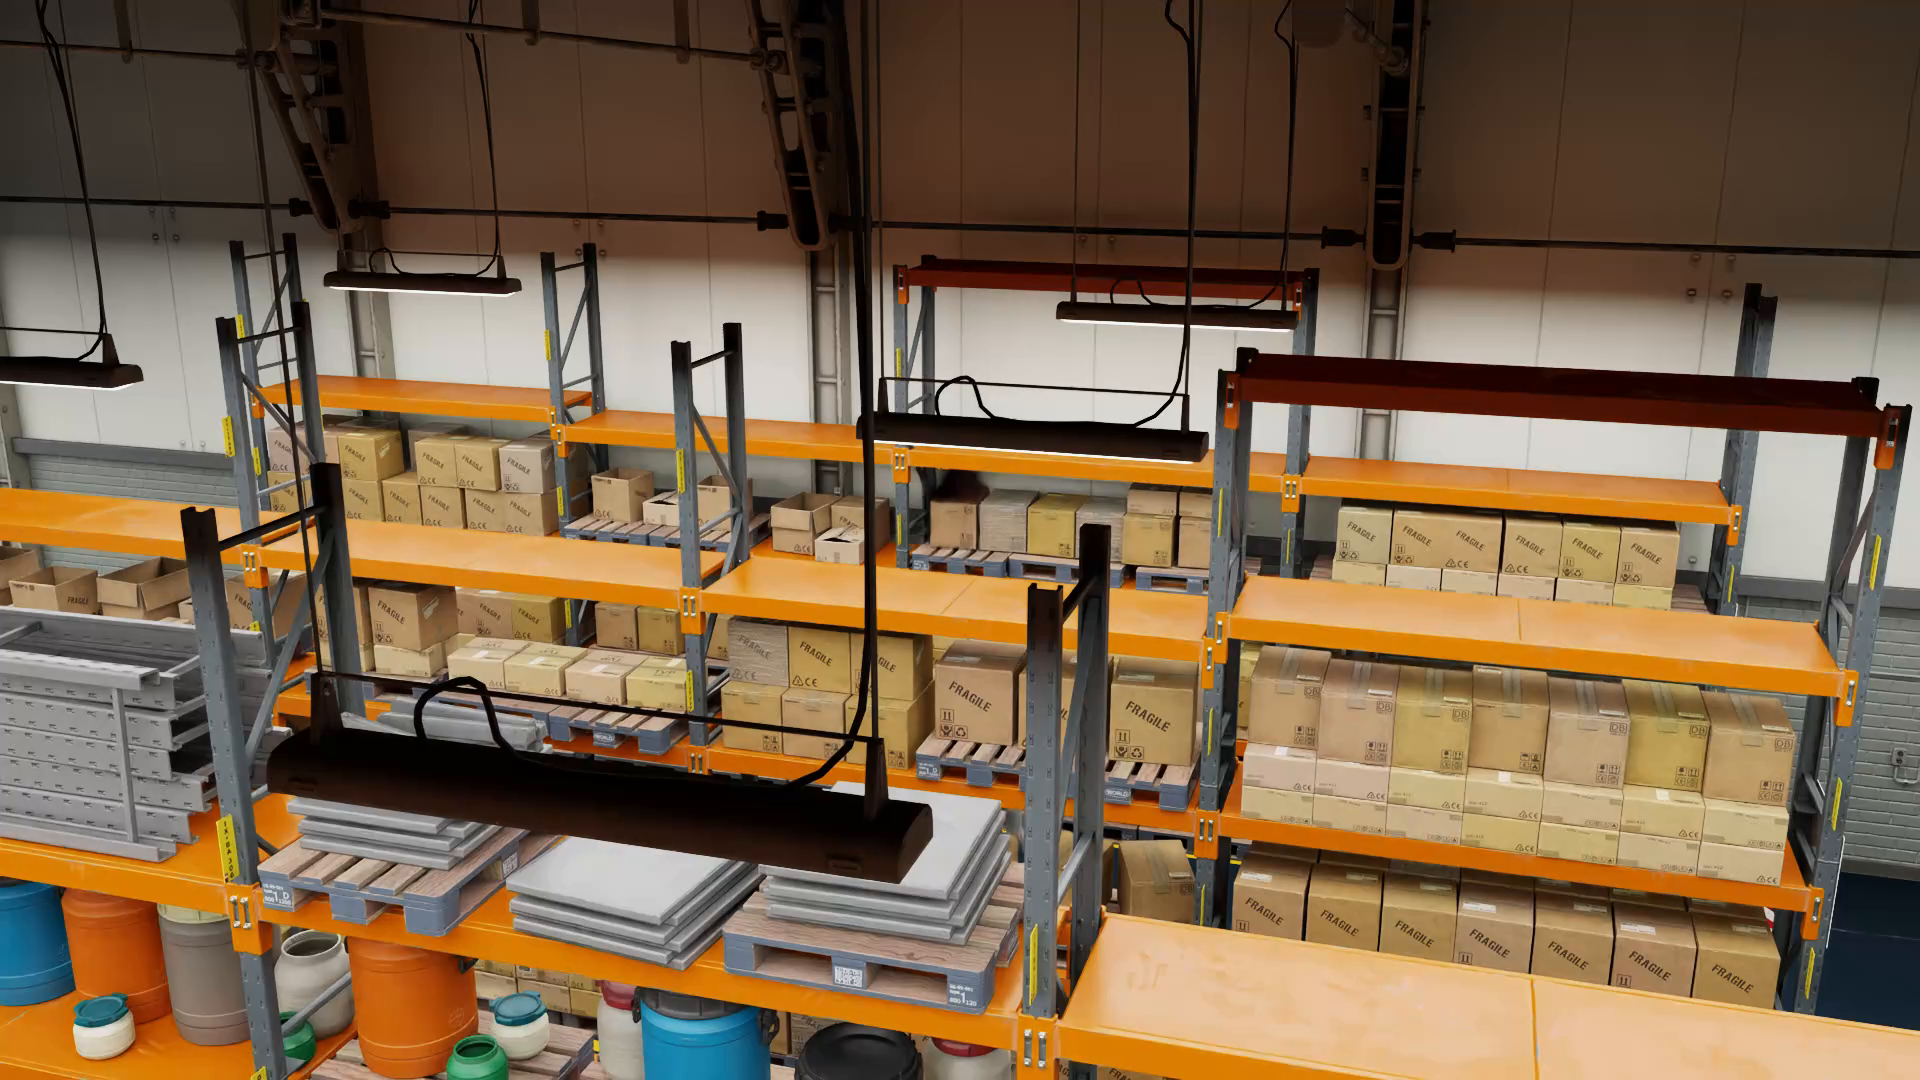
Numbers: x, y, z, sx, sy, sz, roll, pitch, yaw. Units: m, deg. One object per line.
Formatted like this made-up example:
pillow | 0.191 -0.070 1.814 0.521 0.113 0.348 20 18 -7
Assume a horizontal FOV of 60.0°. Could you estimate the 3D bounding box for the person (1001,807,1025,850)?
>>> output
person | 0.500 2.512 16.333 0.959 1.613 0.431 2 16 5
